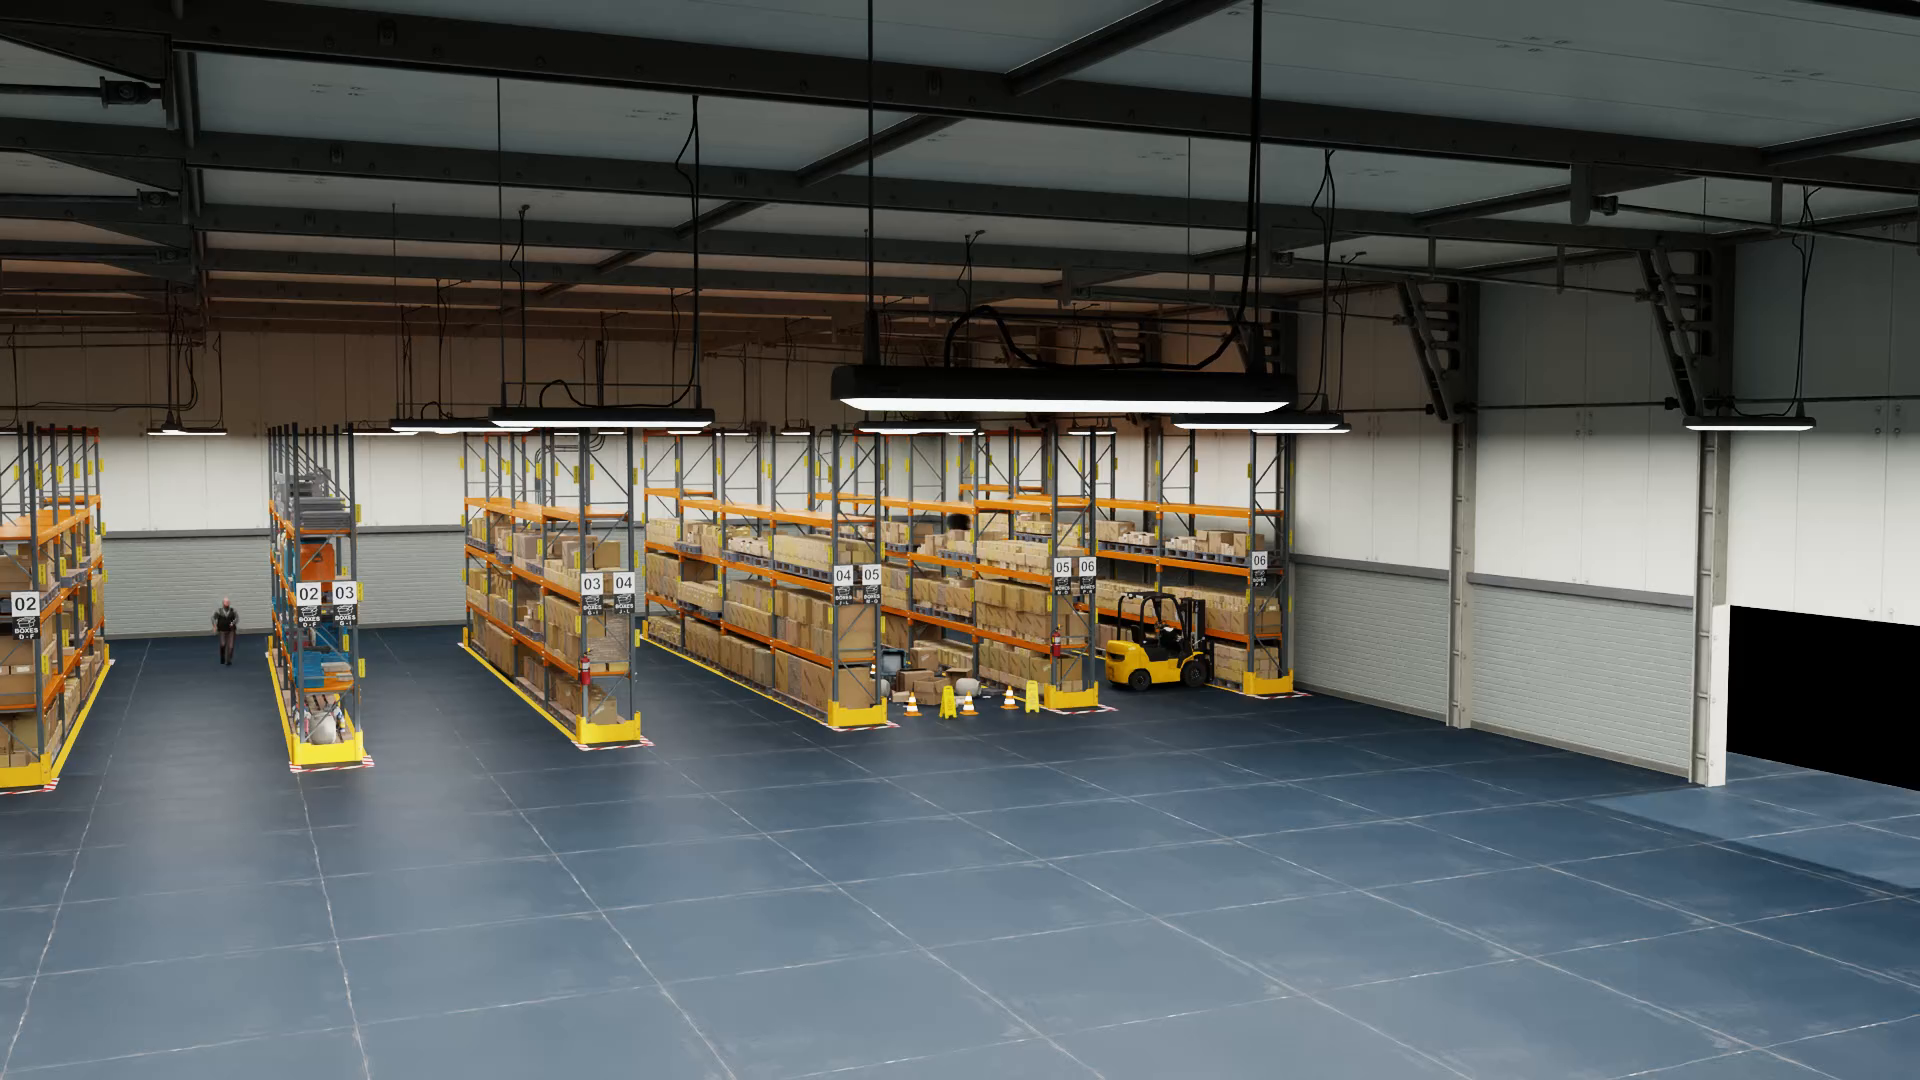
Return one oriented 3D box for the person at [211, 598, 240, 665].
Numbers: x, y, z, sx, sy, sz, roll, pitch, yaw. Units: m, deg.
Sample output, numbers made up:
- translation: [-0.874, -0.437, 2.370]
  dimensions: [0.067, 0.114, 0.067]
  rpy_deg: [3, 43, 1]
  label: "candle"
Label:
- translation: [-18.449, 2.309, 41.806]
  dimensions: [0.653, 1.679, 0.647]
  rpy_deg: [-2, 4, -28]
  label: "person"
